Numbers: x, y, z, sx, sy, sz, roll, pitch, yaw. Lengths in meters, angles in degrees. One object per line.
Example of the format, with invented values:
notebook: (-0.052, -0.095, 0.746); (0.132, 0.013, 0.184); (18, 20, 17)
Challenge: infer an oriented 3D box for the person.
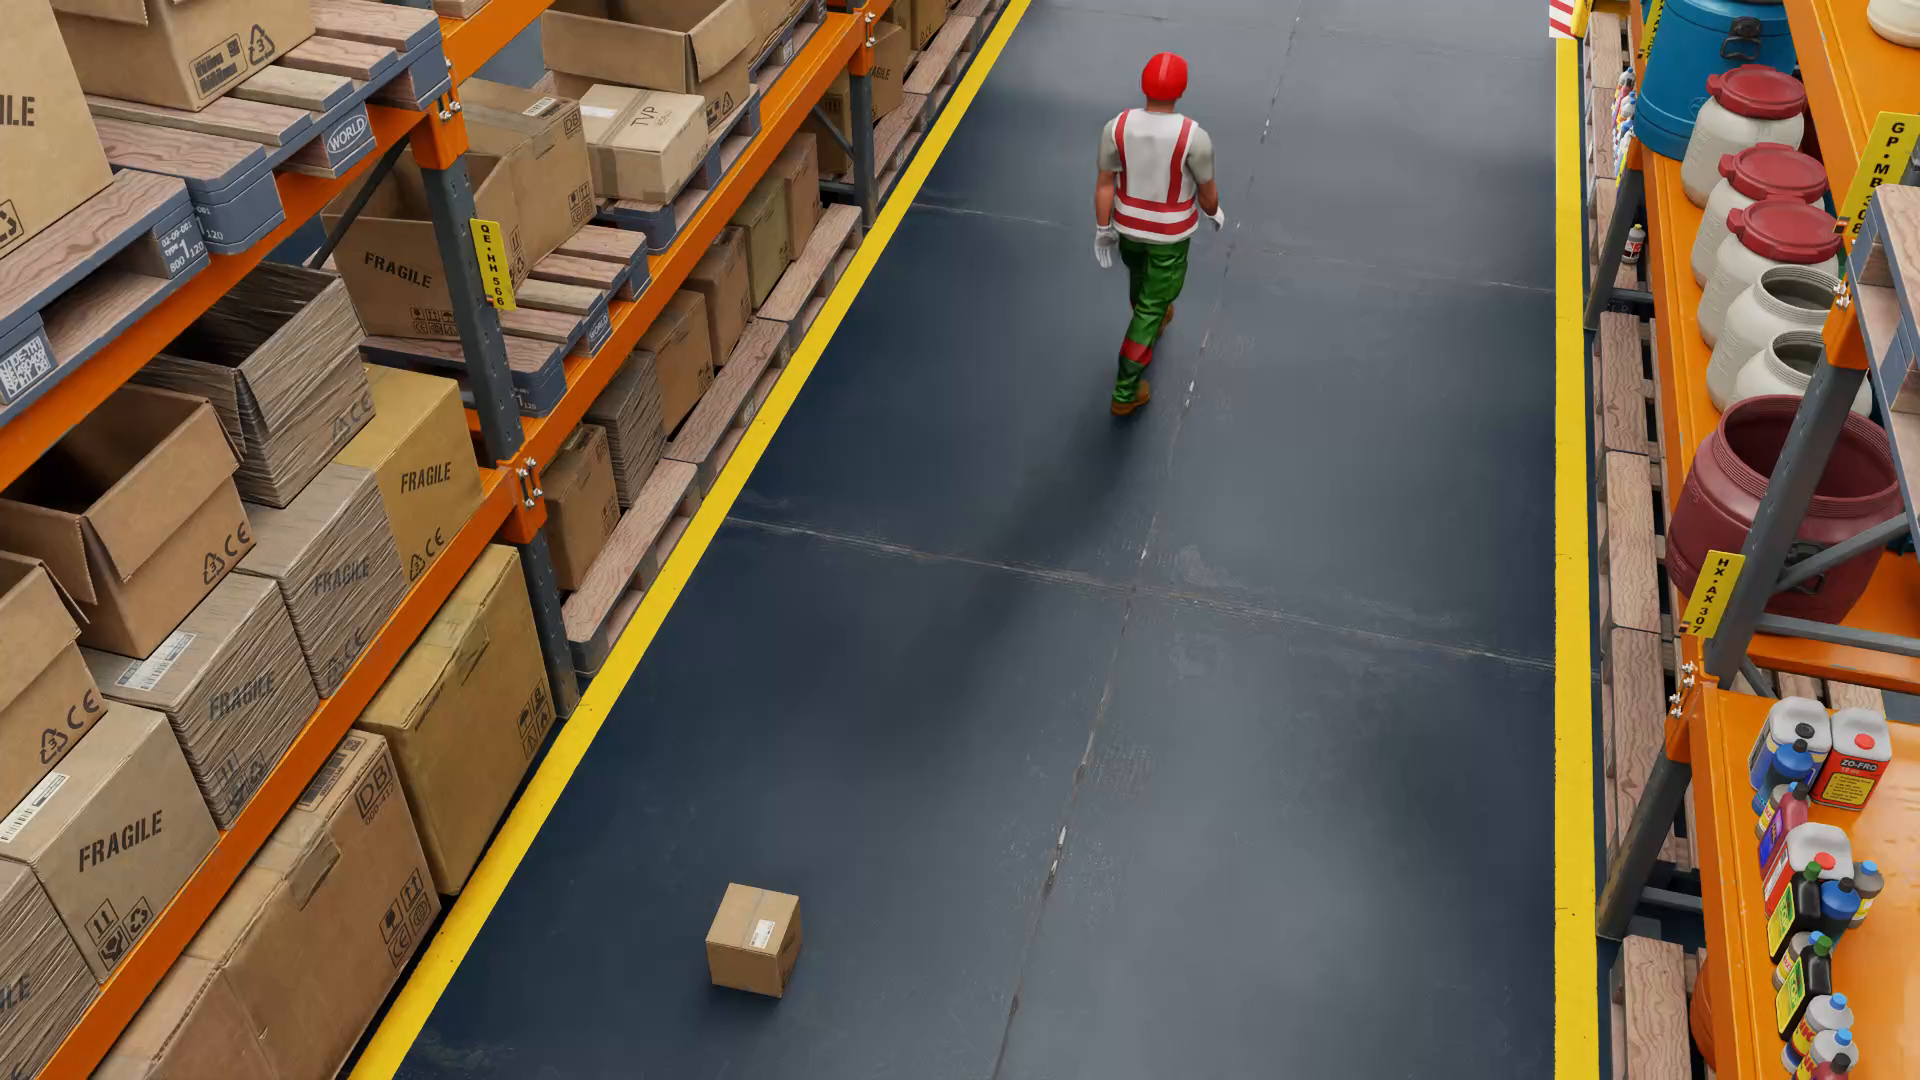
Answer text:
person: (0.966, -1.540, 7.926); (0.536, 1.736, 1.034); (20, 44, 21)
